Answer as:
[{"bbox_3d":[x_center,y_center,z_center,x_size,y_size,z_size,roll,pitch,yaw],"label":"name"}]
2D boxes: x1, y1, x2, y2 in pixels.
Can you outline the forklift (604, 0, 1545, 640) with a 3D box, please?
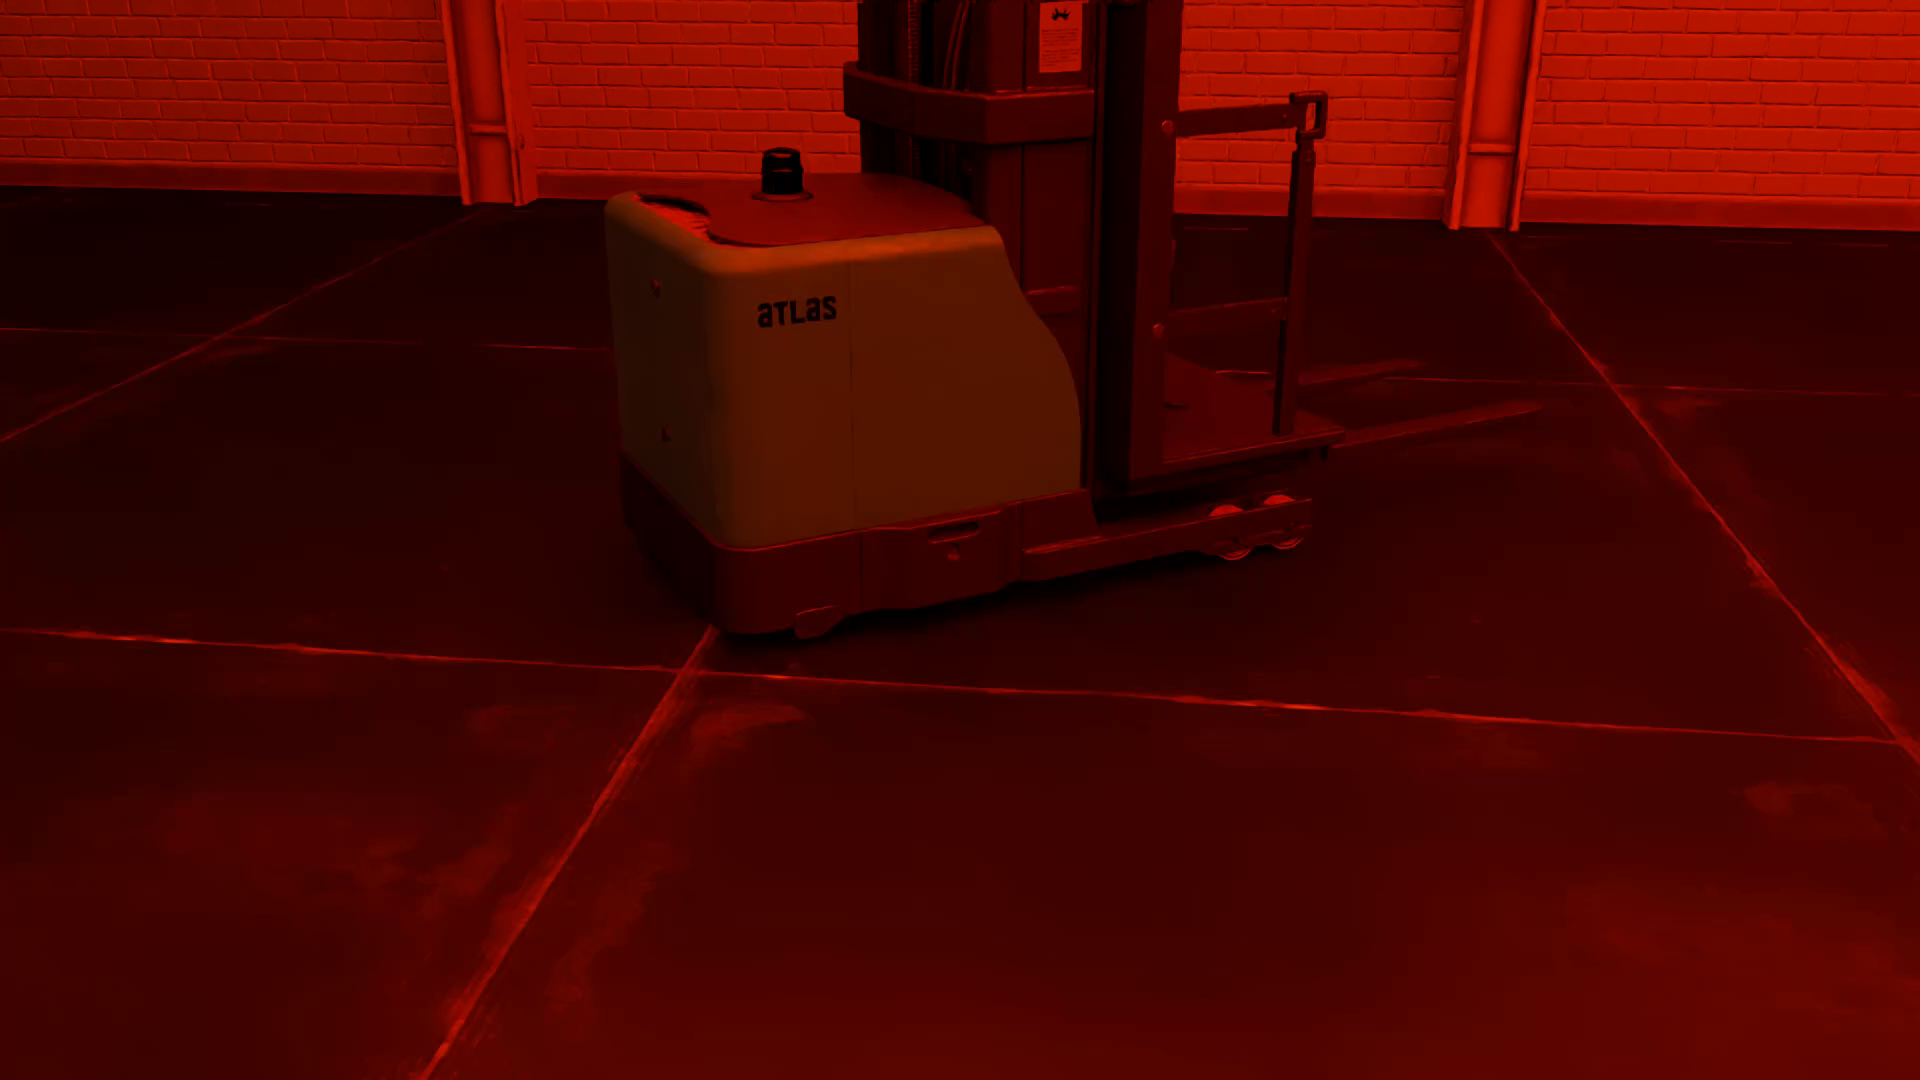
[{"bbox_3d":[0.511,-1.461,4.883,3.031,2.935,1.130,-11,24,-25],"label":"forklift"}]
